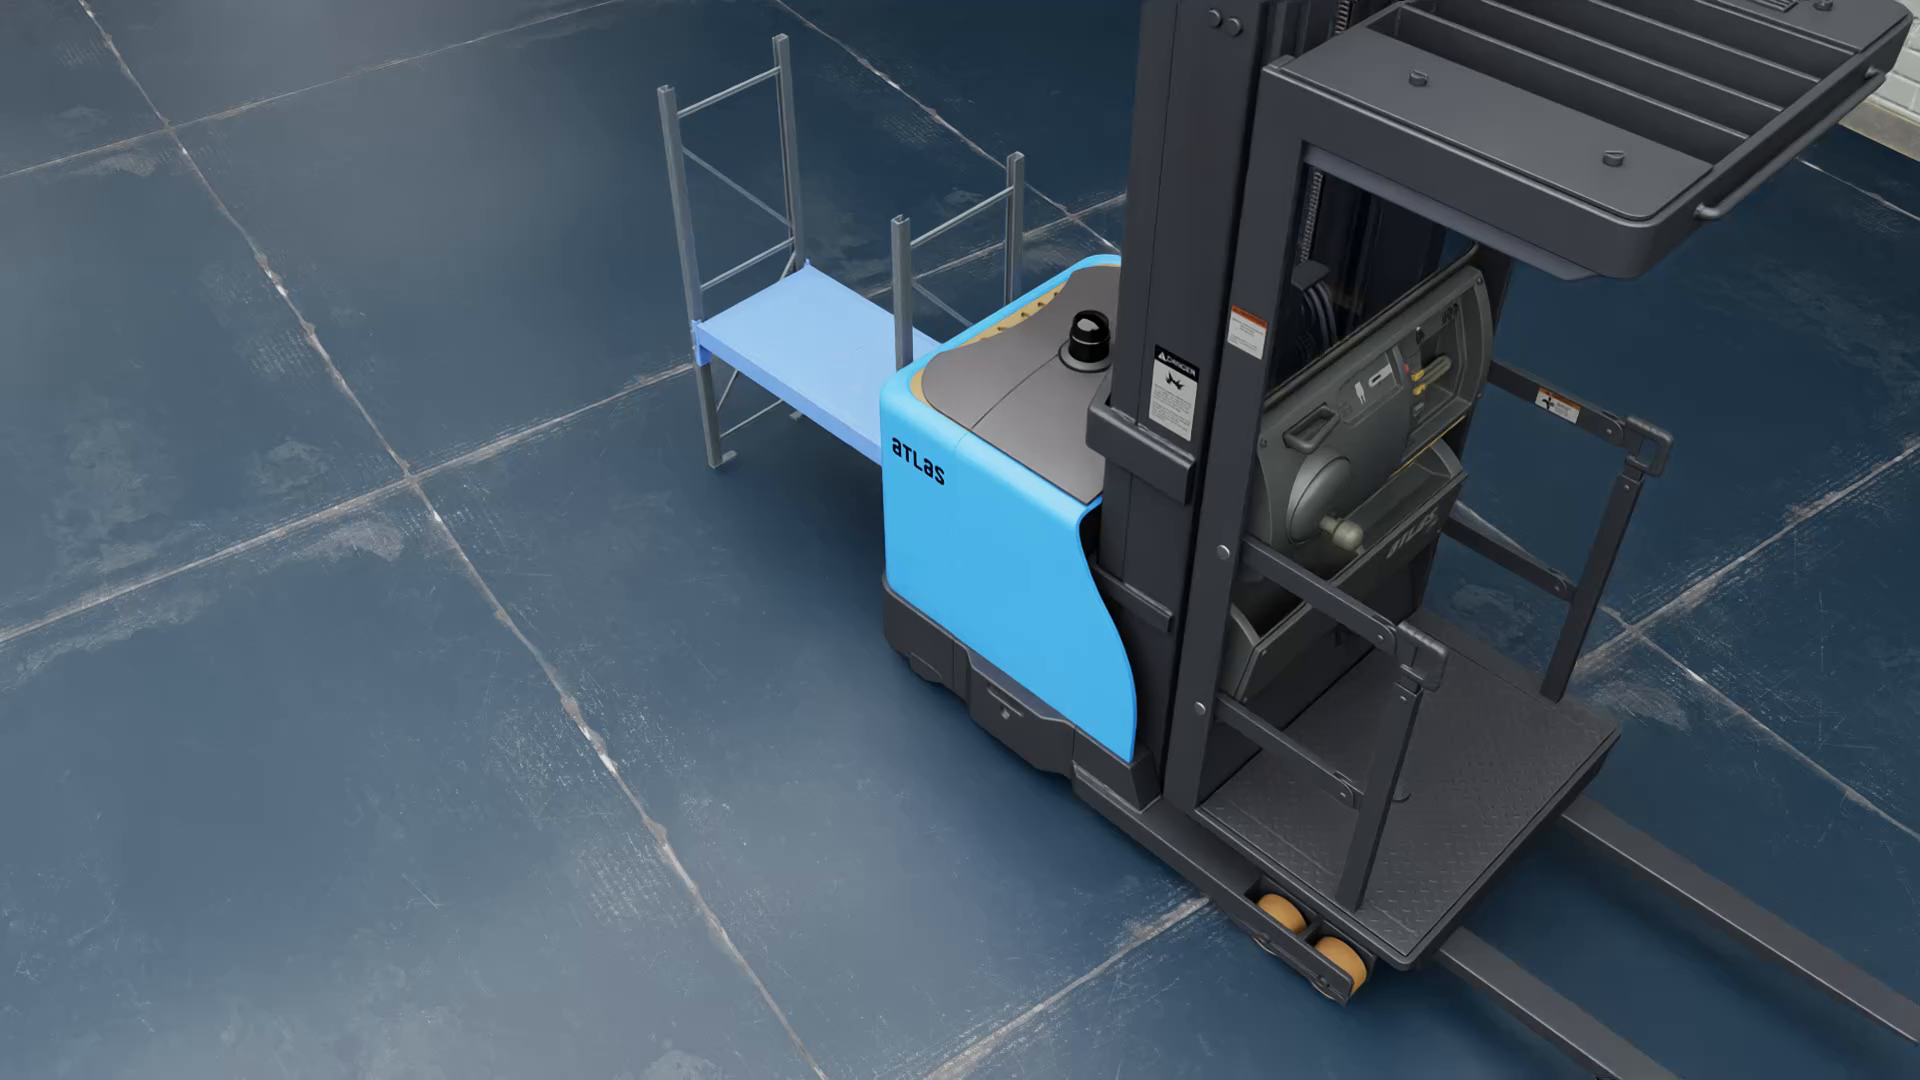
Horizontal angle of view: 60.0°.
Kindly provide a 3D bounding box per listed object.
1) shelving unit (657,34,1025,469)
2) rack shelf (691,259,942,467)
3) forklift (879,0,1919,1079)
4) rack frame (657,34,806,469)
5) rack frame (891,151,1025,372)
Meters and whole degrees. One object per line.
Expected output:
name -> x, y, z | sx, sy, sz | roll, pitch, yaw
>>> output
shelving unit -> -0.363, -0.682, 5.378 | 1.048, 1.500, 0.538 | 34, 53, 31
rack shelf -> -0.363, -0.552, 5.502 | 1.000, 0.185, 0.538 | 34, 53, 31
forklift -> 1.154, -0.240, 3.879 | 3.031, 2.935, 1.130 | 35, 53, 31
rack frame -> -0.725, -0.928, 5.636 | 0.032, 1.500, 0.500 | 34, 53, 31
rack frame -> -0.001, -0.435, 5.120 | 0.032, 1.500, 0.500 | 34, 53, 31
